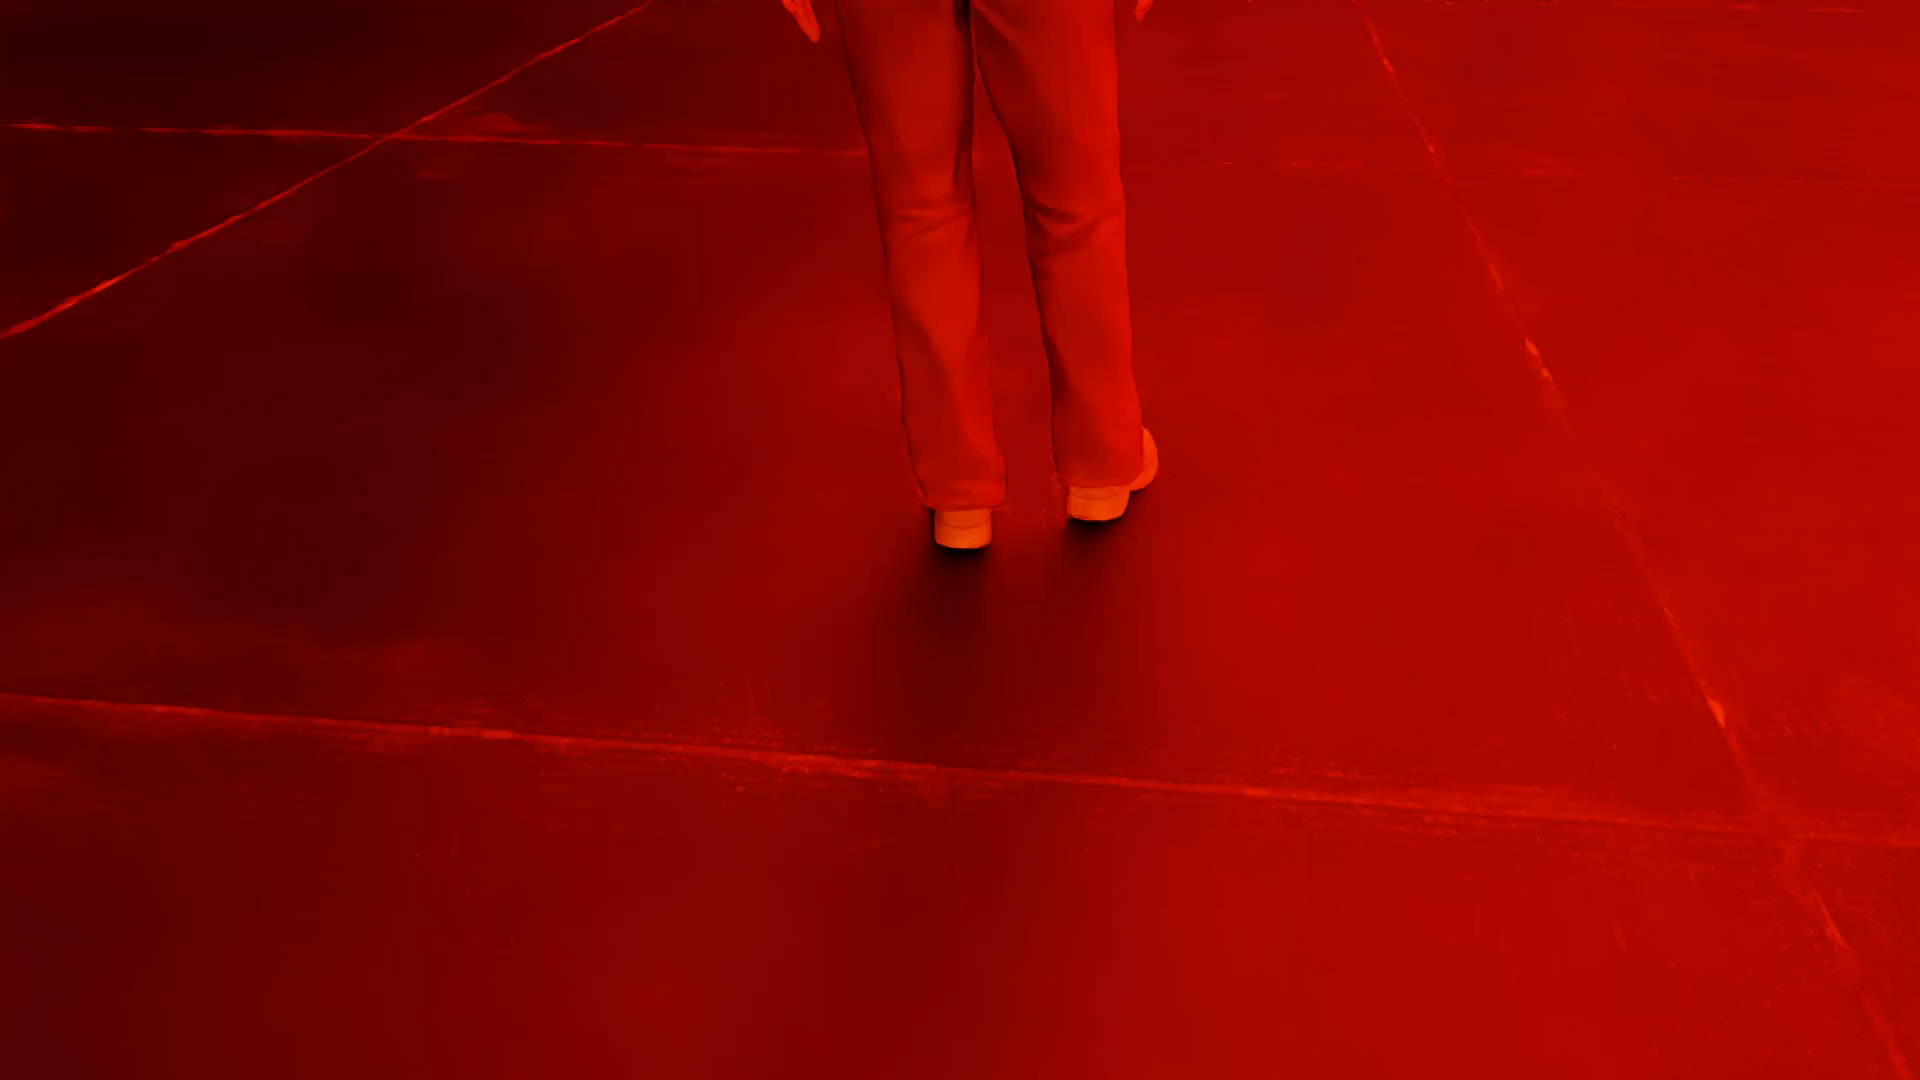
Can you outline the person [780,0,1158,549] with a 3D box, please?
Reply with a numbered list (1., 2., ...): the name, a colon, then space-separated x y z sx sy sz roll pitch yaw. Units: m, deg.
1. person: 0.021 -0.783 2.190 0.554 1.663 0.548 3 27 7
